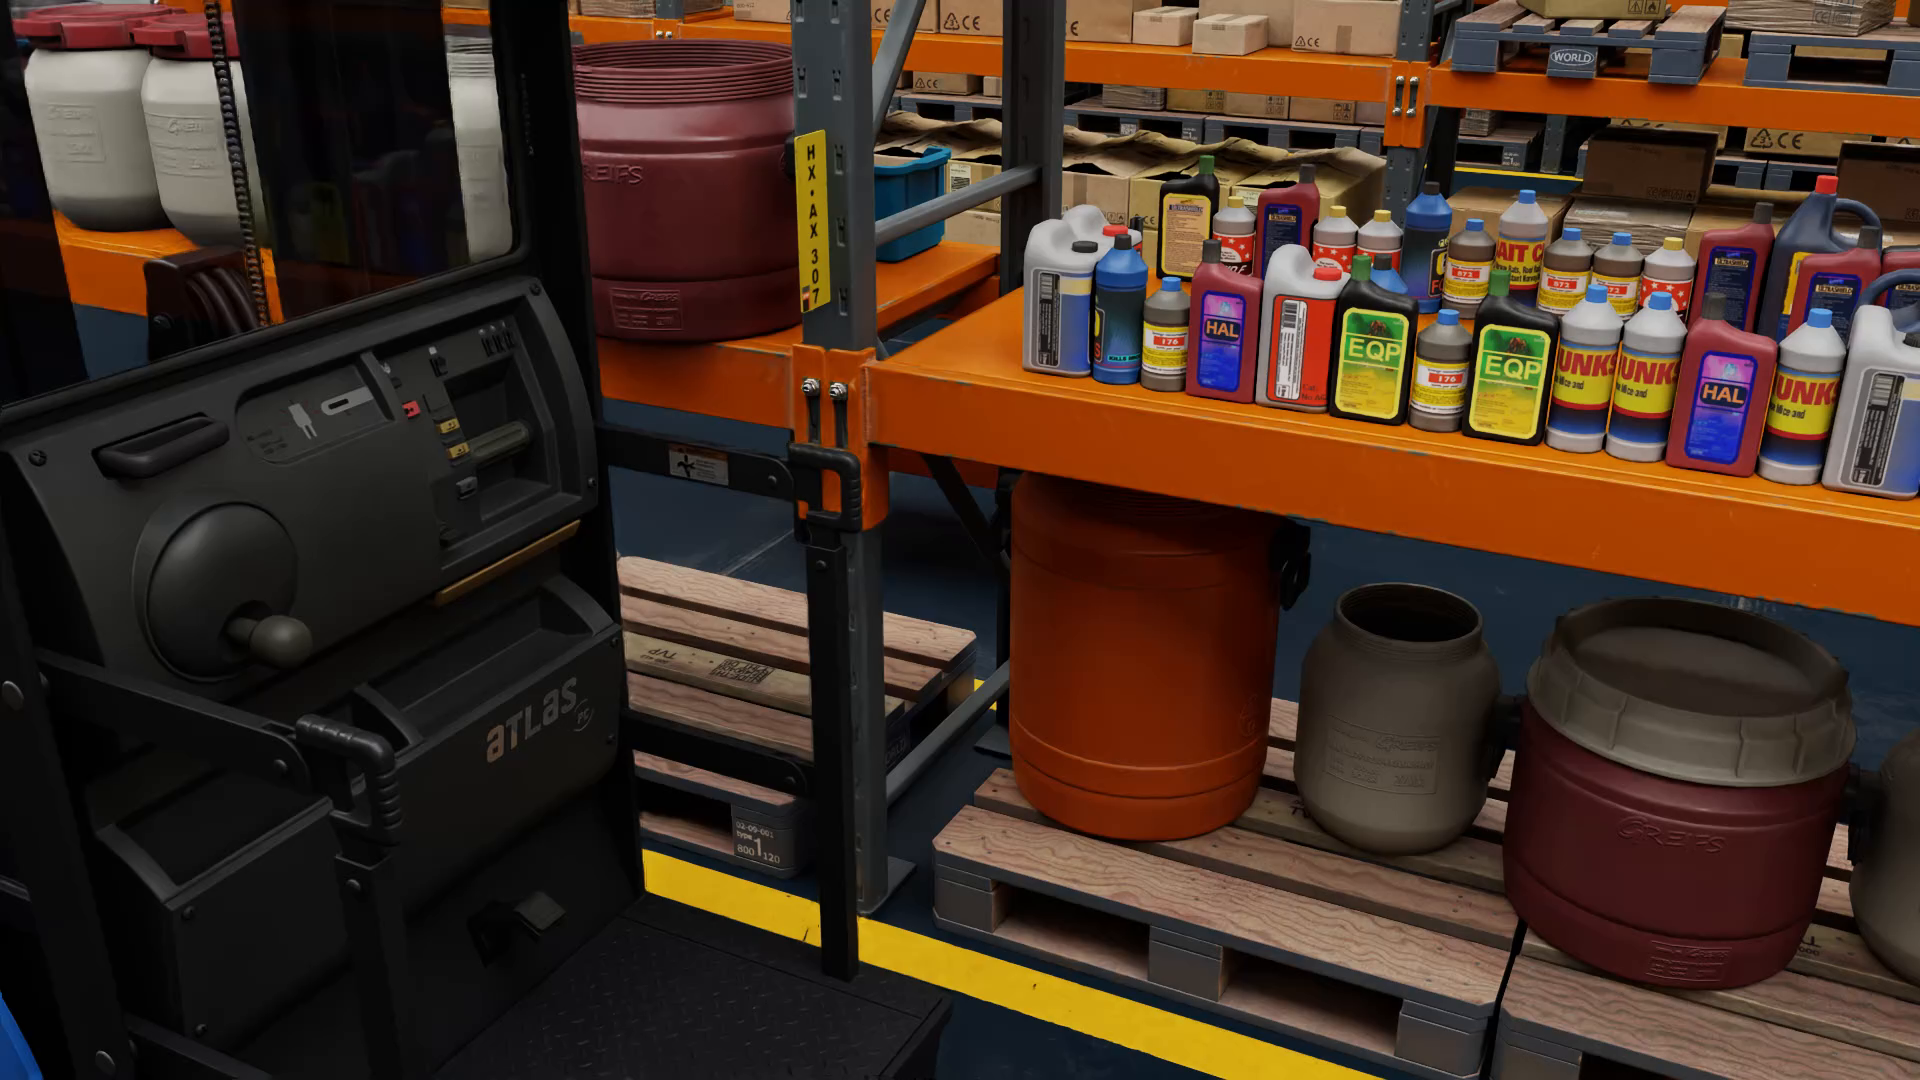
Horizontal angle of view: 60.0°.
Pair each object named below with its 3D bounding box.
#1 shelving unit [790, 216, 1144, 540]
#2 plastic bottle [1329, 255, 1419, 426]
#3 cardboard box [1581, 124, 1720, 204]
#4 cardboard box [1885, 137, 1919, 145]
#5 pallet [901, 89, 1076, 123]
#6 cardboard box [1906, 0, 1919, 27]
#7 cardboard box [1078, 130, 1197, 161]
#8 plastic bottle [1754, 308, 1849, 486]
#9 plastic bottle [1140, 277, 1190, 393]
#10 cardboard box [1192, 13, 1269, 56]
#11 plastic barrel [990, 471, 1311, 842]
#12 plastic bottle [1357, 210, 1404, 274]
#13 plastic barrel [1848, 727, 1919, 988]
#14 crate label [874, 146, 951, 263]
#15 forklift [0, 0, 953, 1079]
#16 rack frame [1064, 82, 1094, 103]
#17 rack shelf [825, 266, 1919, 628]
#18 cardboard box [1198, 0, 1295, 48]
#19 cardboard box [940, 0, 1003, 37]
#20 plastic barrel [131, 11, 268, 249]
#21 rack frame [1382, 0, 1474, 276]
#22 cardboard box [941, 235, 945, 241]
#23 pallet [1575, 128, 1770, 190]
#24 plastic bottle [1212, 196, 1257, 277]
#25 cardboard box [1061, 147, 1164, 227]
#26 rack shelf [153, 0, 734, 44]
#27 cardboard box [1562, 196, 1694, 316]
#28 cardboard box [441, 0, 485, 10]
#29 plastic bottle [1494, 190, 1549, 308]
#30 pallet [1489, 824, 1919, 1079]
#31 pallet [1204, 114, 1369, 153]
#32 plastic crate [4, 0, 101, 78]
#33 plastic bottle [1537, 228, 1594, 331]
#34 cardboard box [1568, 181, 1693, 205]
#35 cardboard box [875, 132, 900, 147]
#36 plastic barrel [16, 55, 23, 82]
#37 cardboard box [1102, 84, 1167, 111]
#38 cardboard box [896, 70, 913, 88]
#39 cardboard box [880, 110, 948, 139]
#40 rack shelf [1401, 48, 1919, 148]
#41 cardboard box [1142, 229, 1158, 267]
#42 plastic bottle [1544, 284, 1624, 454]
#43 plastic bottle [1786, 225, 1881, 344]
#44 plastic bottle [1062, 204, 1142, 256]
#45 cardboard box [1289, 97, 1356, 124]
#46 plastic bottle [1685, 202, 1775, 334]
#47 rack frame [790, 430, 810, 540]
[{"bbox_3d":[0.006,-0.516,5.527,1.048,1.125,0.538,11,25,25],"label":"shelving unit"},{"bbox_3d":[0.720,-0.347,2.882,0.133,0.283,0.061,11,25,25],"label":"plastic bottle"},{"bbox_3d":[3.199,-1.746,7.697,0.500,0.250,0.500,12,26,27],"label":"cardboard box"},{"bbox_3d":[6.574,-2.894,10.933,0.750,0.750,0.750,12,26,26],"label":"cardboard box"},{"bbox_3d":[0.253,-3.701,14.182,1.213,0.211,1.003,11,25,25],"label":"pallet"},{"bbox_3d":[4.171,-2.264,6.576,0.500,0.500,0.700,5,24,11],"label":"cardboard box"},{"bbox_3d":[0.944,-2.002,8.886,0.500,0.311,0.500,10,25,23],"label":"cardboard box"},{"bbox_3d":[1.330,-0.229,2.620,0.097,0.271,0.097,0,23,0],"label":"plastic bottle"},{"bbox_3d":[0.386,-0.383,3.072,0.097,0.201,0.097,0,23,0],"label":"plastic bottle"},{"bbox_3d":[1.279,-2.387,7.852,0.250,0.149,0.380,11,25,25],"label":"cardboard box"},{"bbox_3d":[0.412,0.175,3.743,0.708,0.830,0.600,11,25,25],"label":"plastic barrel"},{"bbox_3d":[0.909,-0.613,3.612,0.097,0.201,0.097,0,23,0],"label":"plastic bottle"},{"bbox_3d":[1.964,0.589,3.175,0.421,0.512,0.421,0,23,0],"label":"plastic barrel"},{"bbox_3d":[-0.239,-0.840,4.105,0.416,0.233,0.303,11,25,25],"label":"crate label"},{"bbox_3d":[-0.676,-0.111,2.266,3.031,2.935,1.130,11,26,25],"label":"forklift"},{"bbox_3d":[0.868,-4.878,13.387,0.127,3.000,1.000,11,25,25],"label":"rack frame"},{"bbox_3d":[1.752,-0.027,2.900,4.000,0.370,1.077,11,25,25],"label":"rack shelf"},{"bbox_3d":[1.495,-2.625,8.204,0.500,0.311,0.500,11,25,24],"label":"cardboard box"},{"bbox_3d":[0.231,-2.870,8.538,0.500,0.500,0.500,11,25,25],"label":"cardboard box"},{"bbox_3d":[-1.806,-1.029,4.162,0.433,0.535,0.433,0,23,0],"label":"plastic barrel"},{"bbox_3d":[2.206,-2.441,7.656,0.127,3.000,1.000,11,25,25],"label":"rack frame"},{"bbox_3d":[-0.197,-1.736,8.976,0.500,0.250,0.500,10,25,23],"label":"cardboard box"},{"bbox_3d":[5.107,-2.723,11.882,1.213,0.211,1.003,11,25,25],"label":"pallet"},{"bbox_3d":[0.616,-0.671,3.748,0.097,0.201,0.097,0,23,0],"label":"plastic bottle"},{"bbox_3d":[0.711,-1.813,8.440,0.500,0.311,0.500,11,25,24],"label":"cardboard box"},{"bbox_3d":[-3.149,-3.169,10.288,4.000,0.370,1.077,11,25,25],"label":"rack shelf"},{"bbox_3d":[2.953,-1.222,7.423,0.500,0.500,0.500,10,25,23],"label":"cardboard box"},{"bbox_3d":[-2.682,-3.450,9.902,0.500,0.500,0.700,12,26,25],"label":"cardboard box"},{"bbox_3d":[1.169,-0.593,3.477,0.097,0.271,0.097,0,23,0],"label":"plastic bottle"},{"bbox_3d":[1.775,0.912,3.335,1.213,0.211,1.003,11,25,25],"label":"pallet"},{"bbox_3d":[2.656,-3.243,13.105,1.213,0.211,1.003,11,25,25],"label":"pallet"},{"bbox_3d":[-3.032,-1.468,5.288,0.583,0.464,0.402,11,25,25],"label":"plastic crate"},{"bbox_3d":[1.256,-0.544,3.450,0.097,0.201,0.097,0,23,0],"label":"plastic bottle"},{"bbox_3d":[3.146,-1.410,7.864,0.500,0.500,0.500,12,26,27],"label":"cardboard box"},{"bbox_3d":[-0.663,-2.083,9.075,0.500,0.311,0.500,11,25,24],"label":"cardboard box"},{"bbox_3d":[-2.847,-1.235,4.647,0.433,0.535,0.433,0,23,0],"label":"plastic barrel"},{"bbox_3d":[1.532,-3.806,13.498,0.500,0.500,0.700,12,26,26],"label":"cardboard box"},{"bbox_3d":[-0.550,-4.058,14.539,0.250,0.149,0.380,9,25,20],"label":"cardboard box"},{"bbox_3d":[-0.406,-2.272,9.520,0.500,0.311,0.500,12,26,26],"label":"cardboard box"},{"bbox_3d":[3.991,-1.756,6.967,4.000,0.370,1.077,11,25,25],"label":"rack shelf"},{"bbox_3d":[1.165,-1.466,8.341,0.500,0.250,0.500,11,25,24],"label":"cardboard box"},{"bbox_3d":[1.037,-0.287,2.756,0.097,0.271,0.097,0,23,0],"label":"plastic bottle"},{"bbox_3d":[1.641,-0.450,3.125,0.133,0.283,0.061,11,25,25],"label":"plastic bottle"},{"bbox_3d":[0.277,-0.518,3.294,0.135,0.276,0.152,11,25,25],"label":"plastic bottle"},{"bbox_3d":[2.908,-3.542,12.878,0.500,0.500,0.700,11,25,24],"label":"cardboard box"},{"bbox_3d":[1.541,-0.533,3.320,0.133,0.283,0.061,11,25,25],"label":"plastic bottle"},{"bbox_3d":[-0.448,-0.606,5.738,0.032,1.125,0.500,11,25,25],"label":"rack frame"}]
